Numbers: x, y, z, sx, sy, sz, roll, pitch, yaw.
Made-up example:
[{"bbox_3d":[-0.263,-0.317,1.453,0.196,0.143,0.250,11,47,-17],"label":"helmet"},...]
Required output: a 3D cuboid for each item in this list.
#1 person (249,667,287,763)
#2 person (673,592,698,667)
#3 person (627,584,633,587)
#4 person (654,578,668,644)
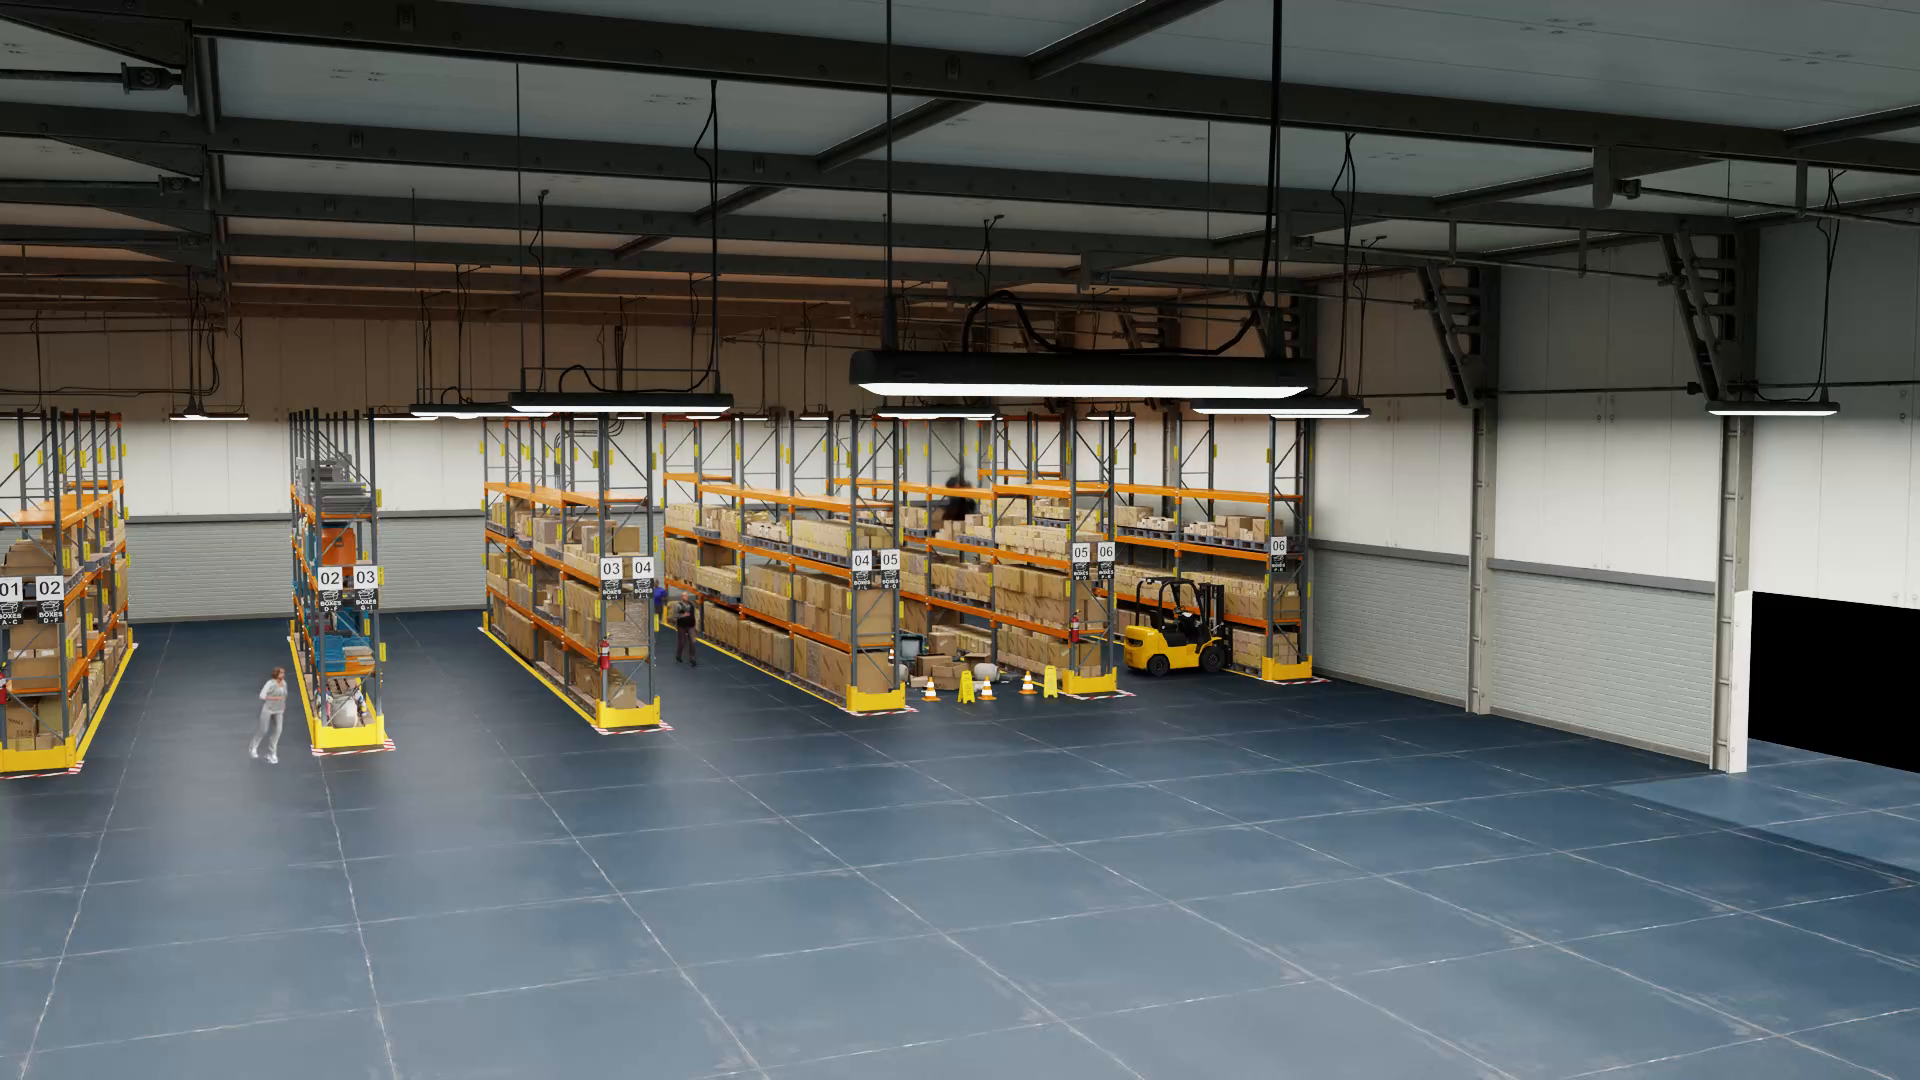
[{"bbox_3d":[-11.687,2.947,28.327,0.817,1.579,0.564,3,5,38],"label":"person"},{"bbox_3d":[-6.473,2.097,39.258,0.650,1.752,0.826,-3,5,-33],"label":"person"},{"bbox_3d":[-9.043,1.635,45.898,0.652,1.824,0.727,-1,4,-19],"label":"person"},{"bbox_3d":[-7.945,1.846,43.603,0.561,1.689,0.847,-1,4,-18],"label":"person"}]
